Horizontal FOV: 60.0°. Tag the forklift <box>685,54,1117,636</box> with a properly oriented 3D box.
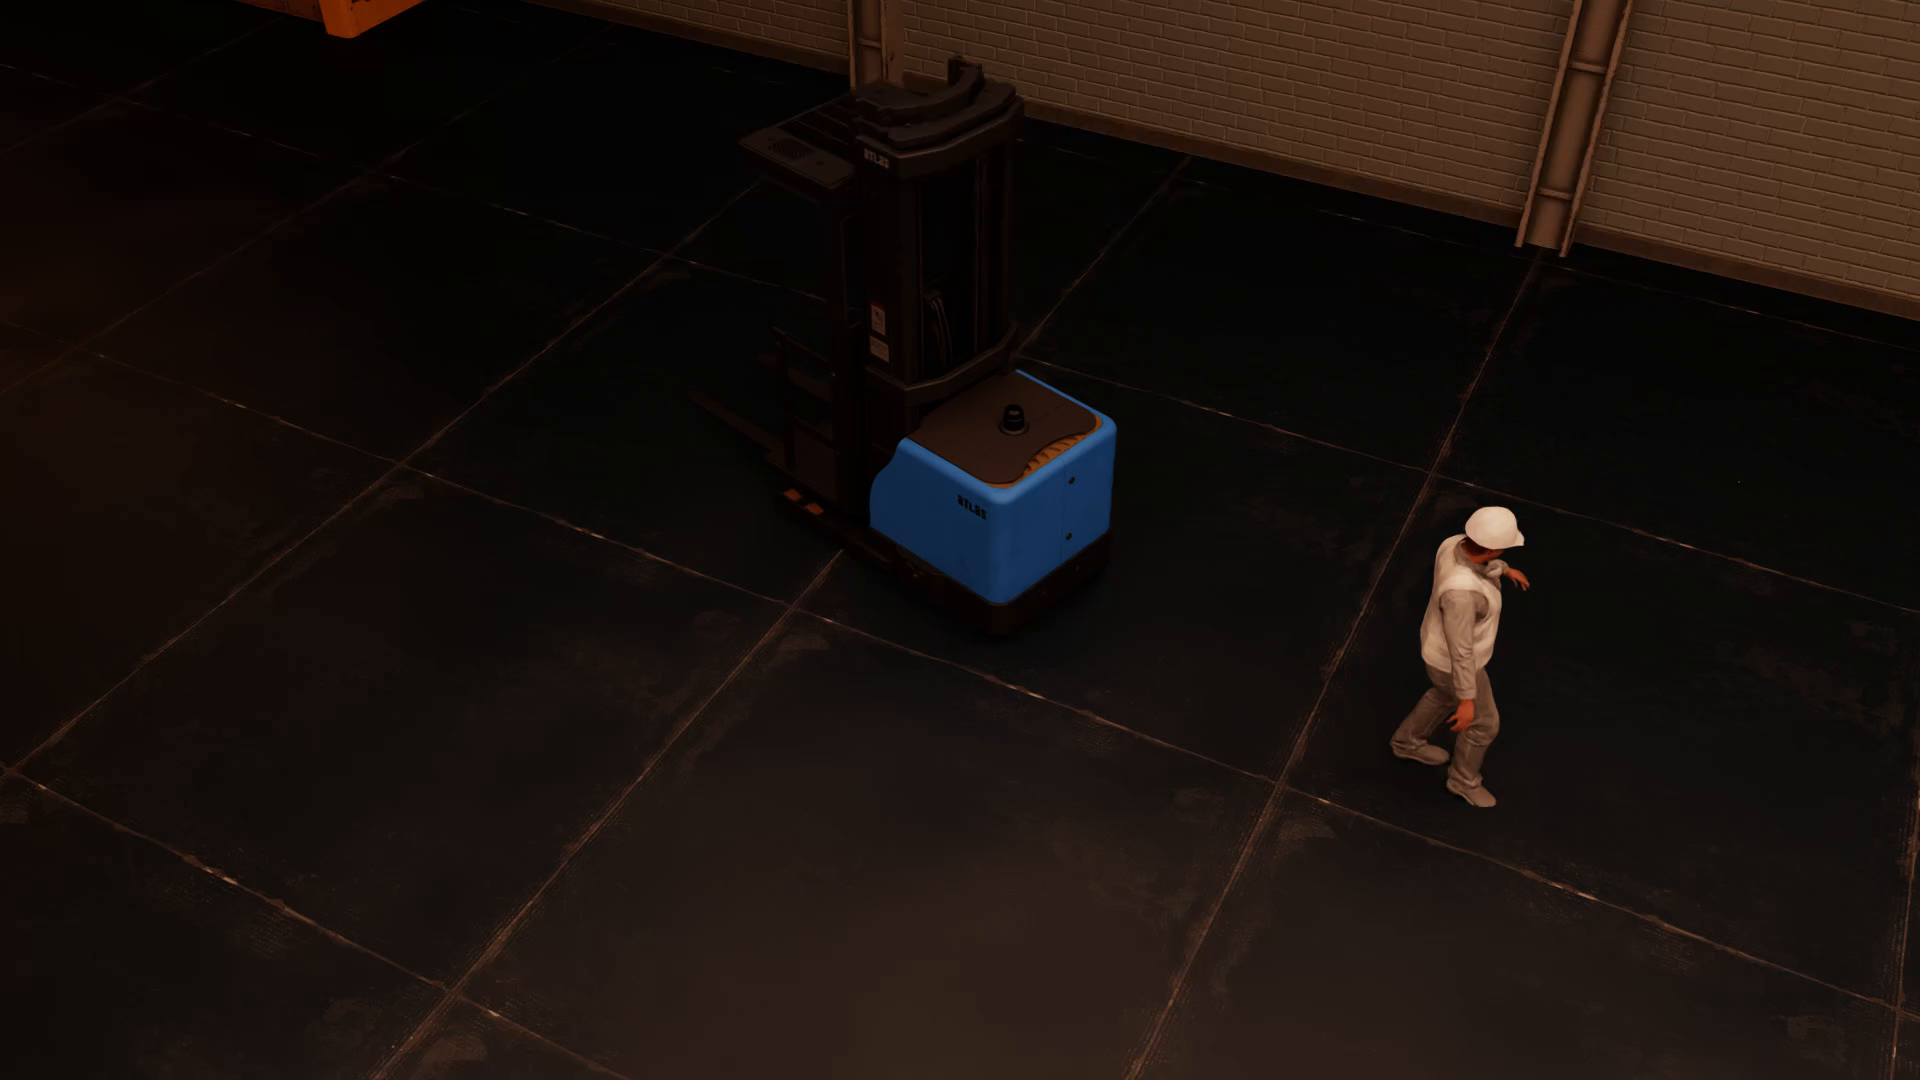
[{"bbox_3d":[-0.508,-1.405,9.655,3.031,2.935,1.130,32,49,32],"label":"forklift"}]

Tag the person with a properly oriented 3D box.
[{"bbox_3d":[2.558,0.576,8.264,0.580,1.799,0.955,9,41,10],"label":"person"}]
